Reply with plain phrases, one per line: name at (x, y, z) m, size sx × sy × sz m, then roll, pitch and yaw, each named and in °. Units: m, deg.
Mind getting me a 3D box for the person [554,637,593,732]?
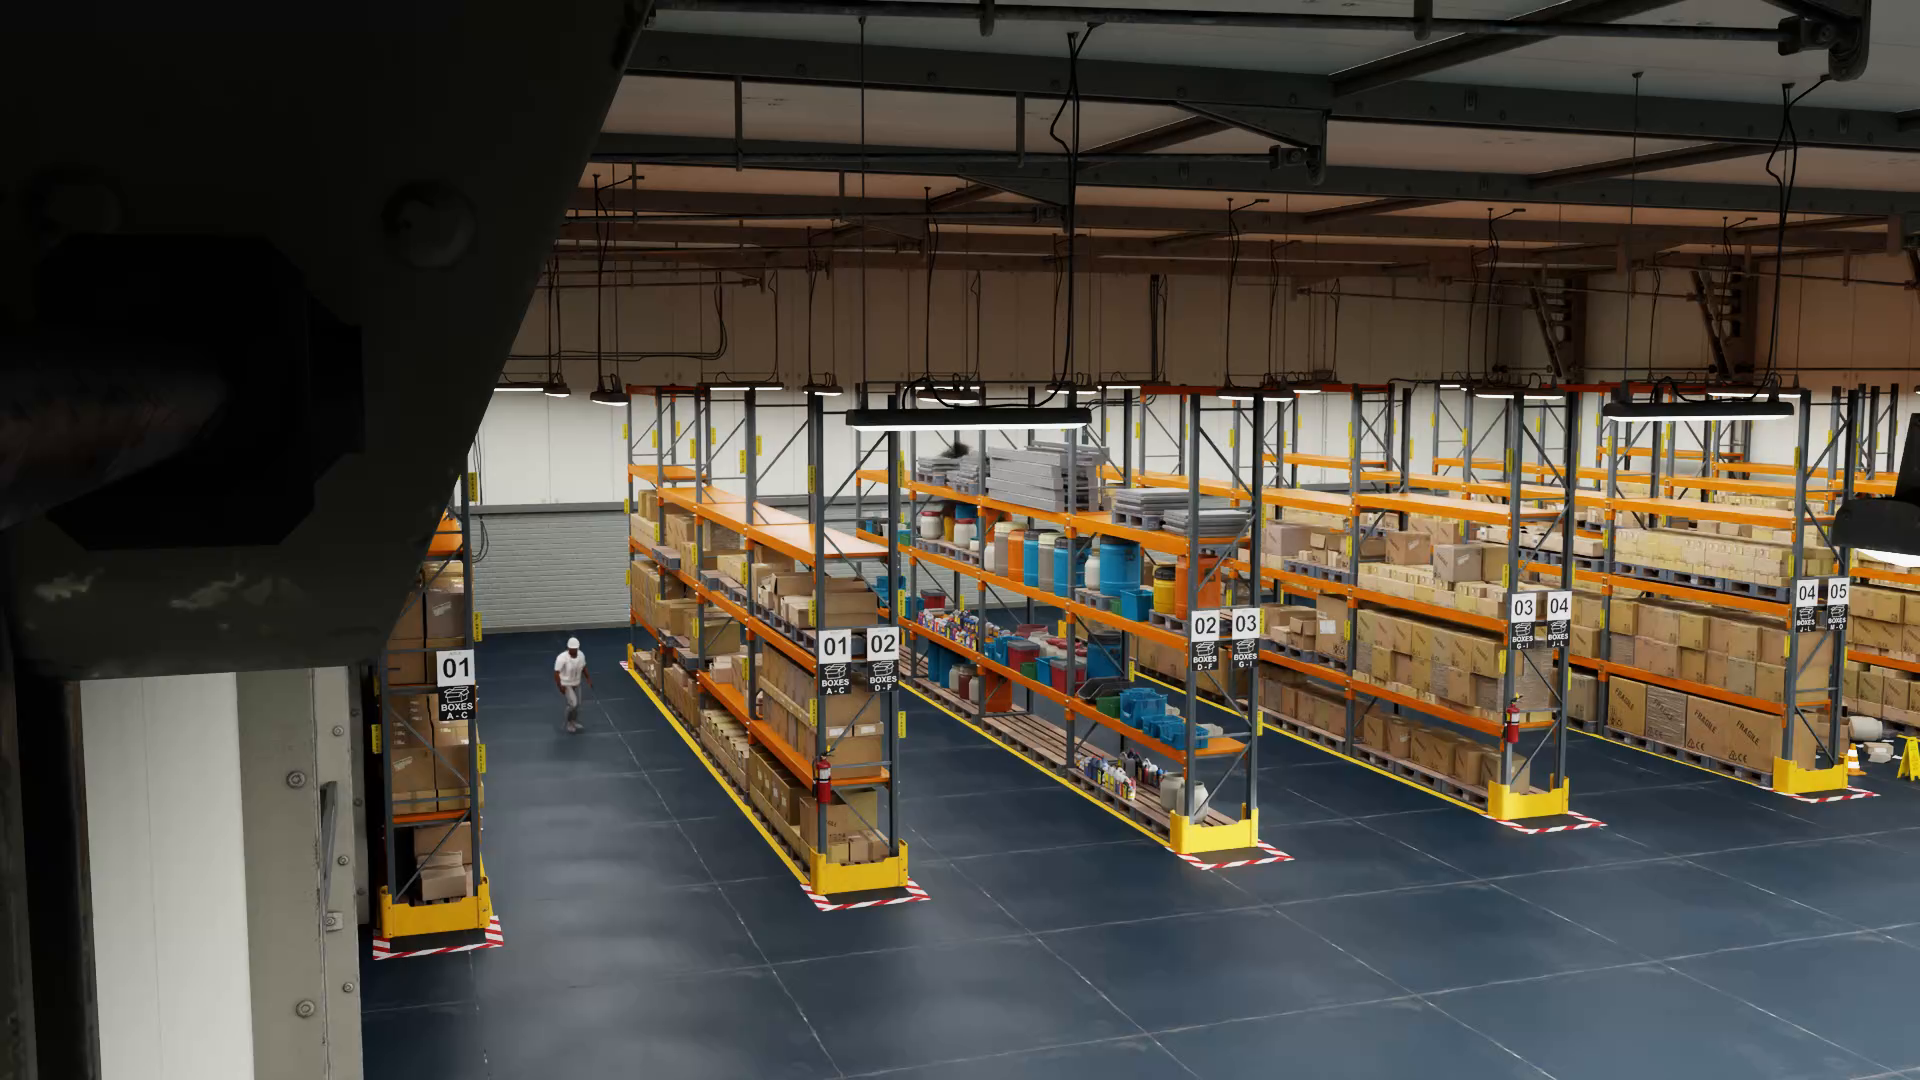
person at (-6.758, 2.504, 28.968) m, size 0.619 × 1.698 × 0.694 m, roll 4°, pitch 7°, yaw 32°
